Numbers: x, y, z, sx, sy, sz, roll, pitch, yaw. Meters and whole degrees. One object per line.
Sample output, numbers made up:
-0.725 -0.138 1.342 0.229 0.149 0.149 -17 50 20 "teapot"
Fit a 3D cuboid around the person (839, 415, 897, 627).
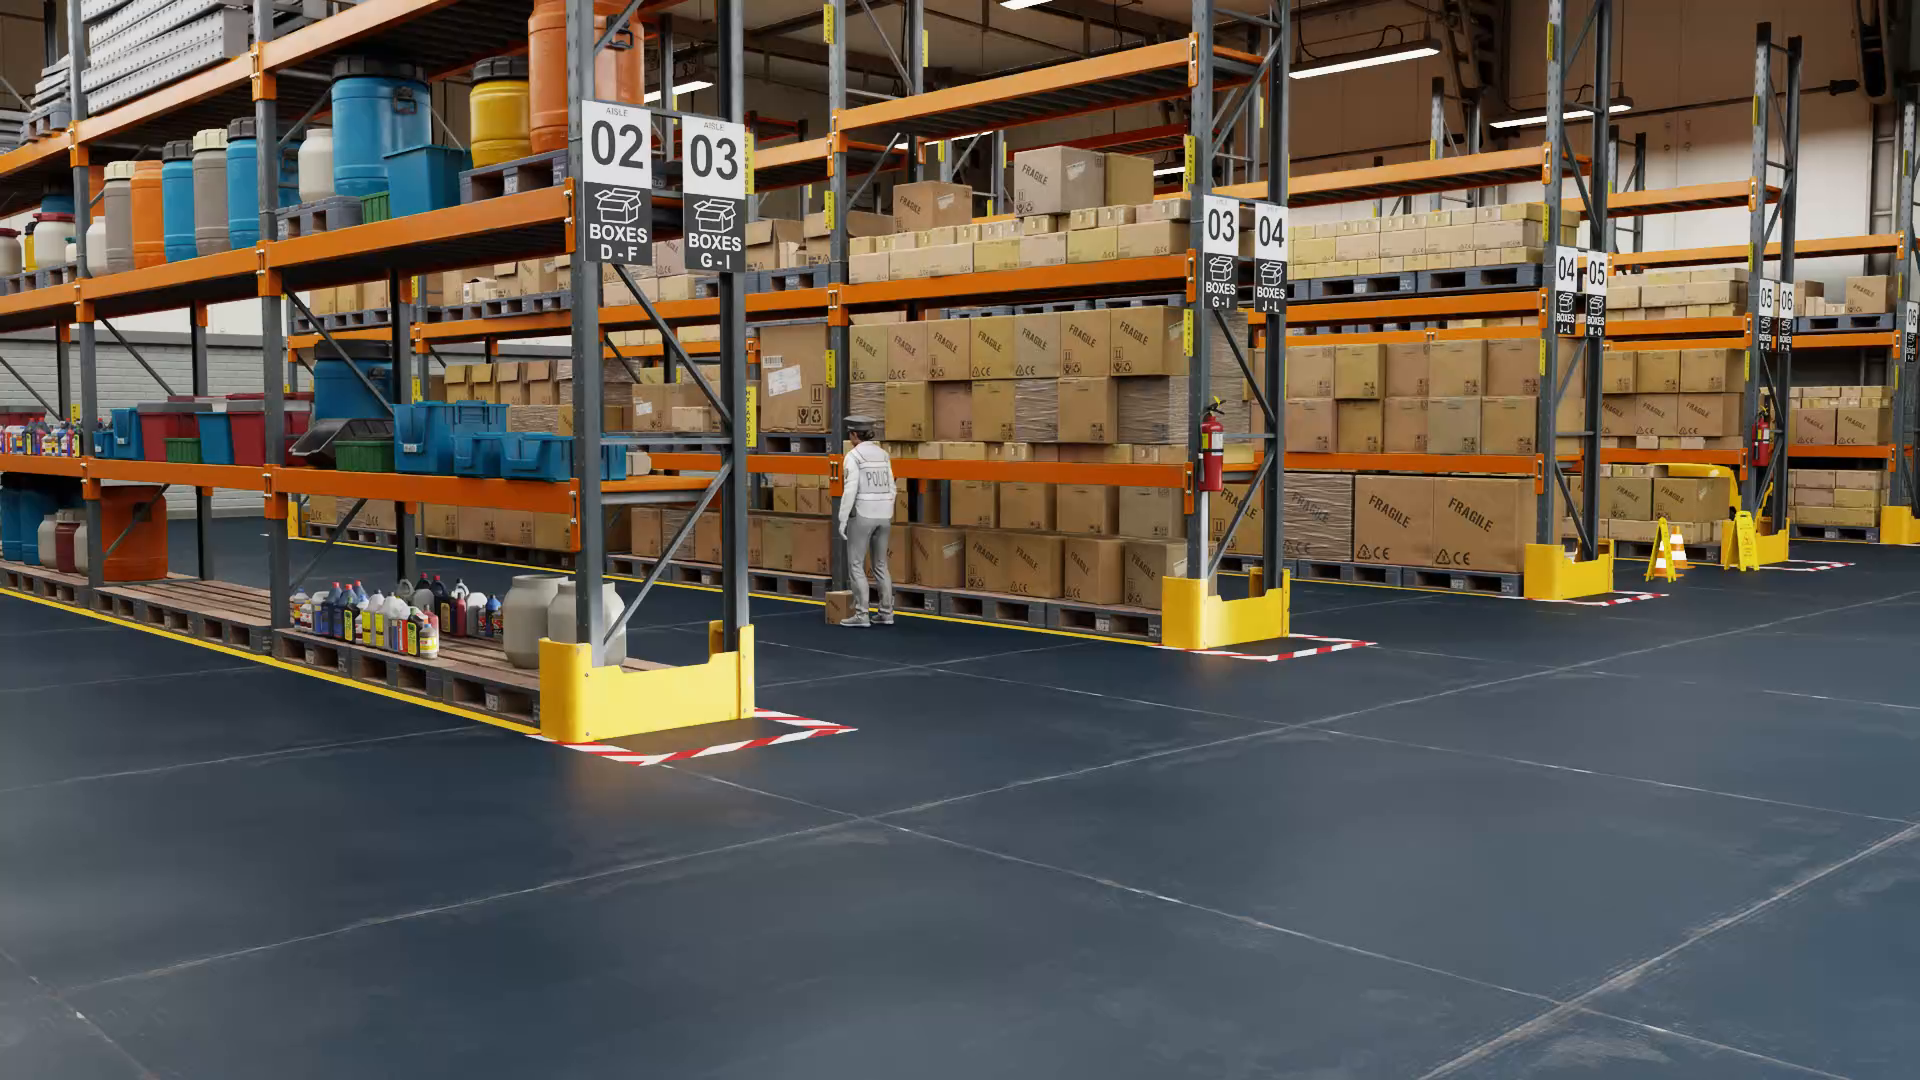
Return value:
-0.731 -0.148 13.116 0.529 1.664 0.372 -4 6 -43 "person"
